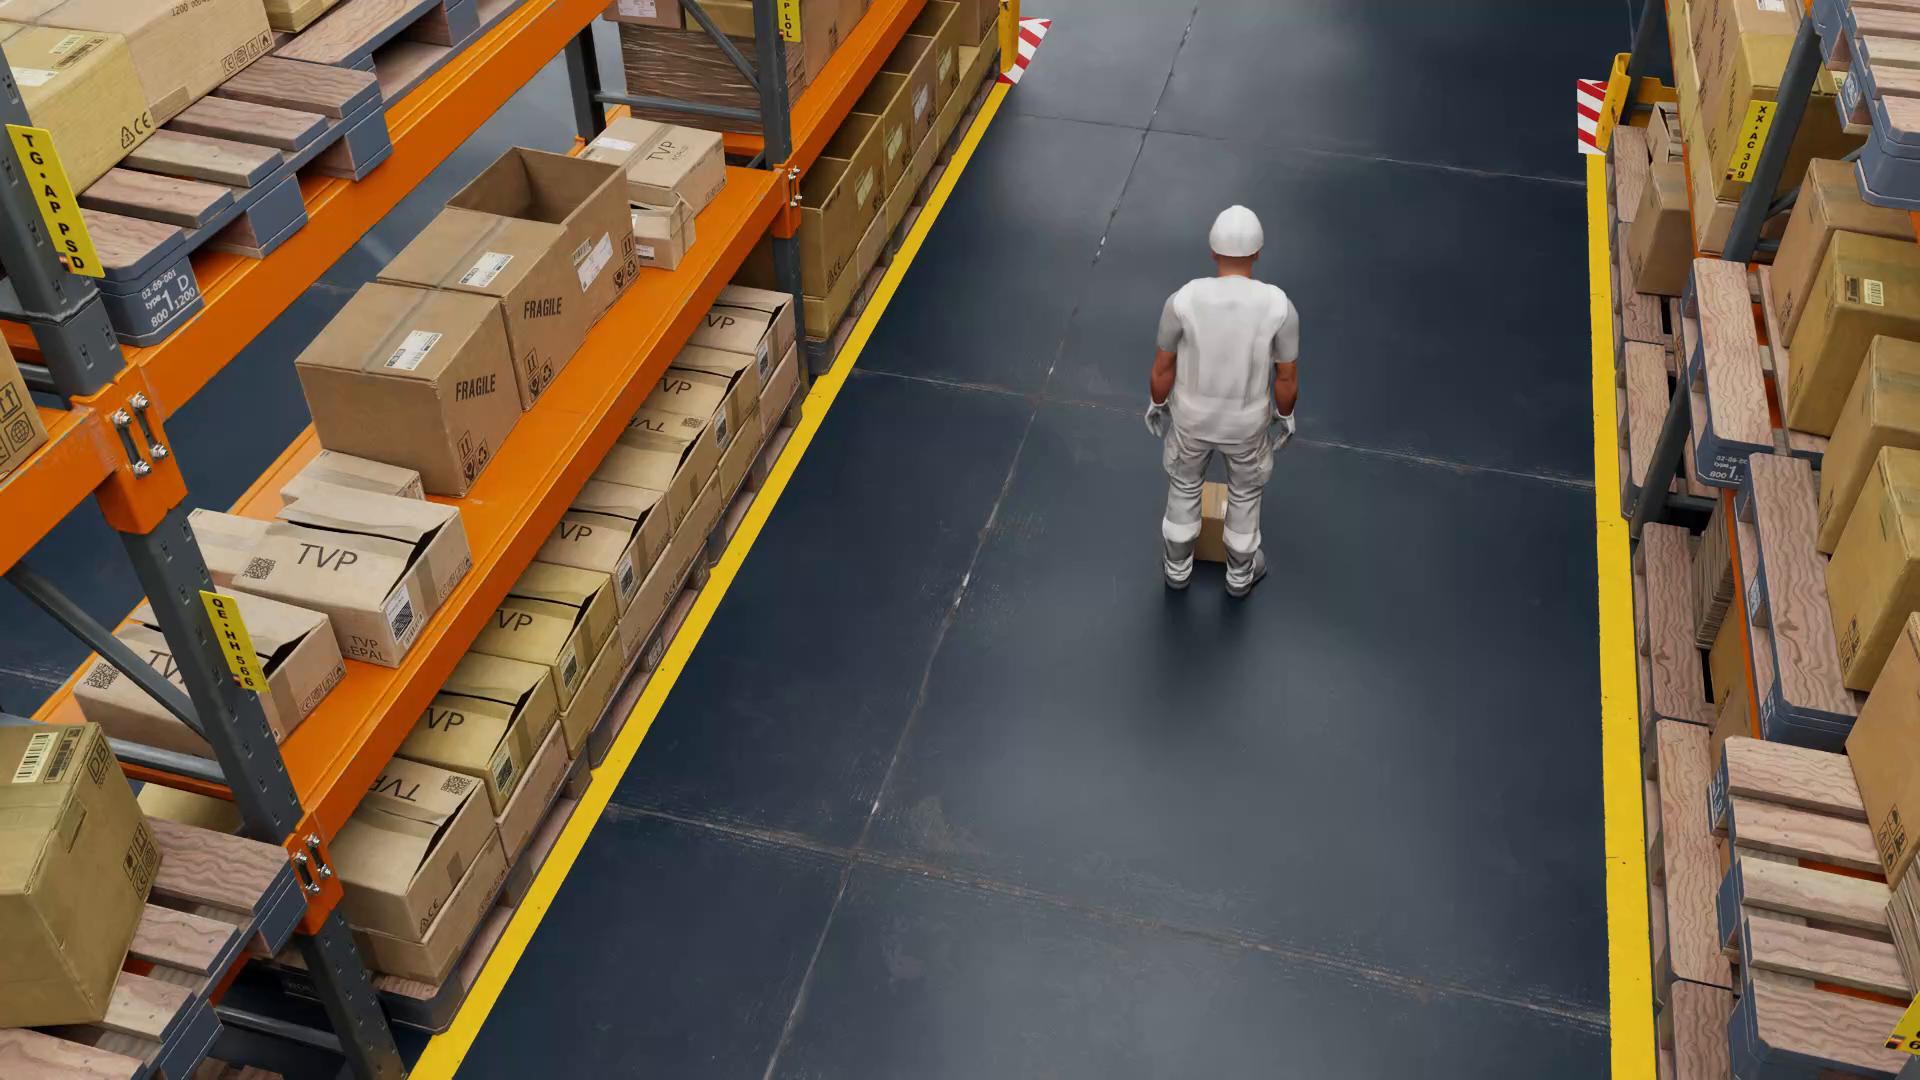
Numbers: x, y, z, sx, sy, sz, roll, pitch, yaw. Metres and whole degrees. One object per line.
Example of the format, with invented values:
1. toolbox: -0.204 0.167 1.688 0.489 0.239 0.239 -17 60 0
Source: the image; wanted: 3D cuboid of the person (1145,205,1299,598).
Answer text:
1. person: 1.060 -0.518 6.752 0.609 1.777 0.453 8 41 9
